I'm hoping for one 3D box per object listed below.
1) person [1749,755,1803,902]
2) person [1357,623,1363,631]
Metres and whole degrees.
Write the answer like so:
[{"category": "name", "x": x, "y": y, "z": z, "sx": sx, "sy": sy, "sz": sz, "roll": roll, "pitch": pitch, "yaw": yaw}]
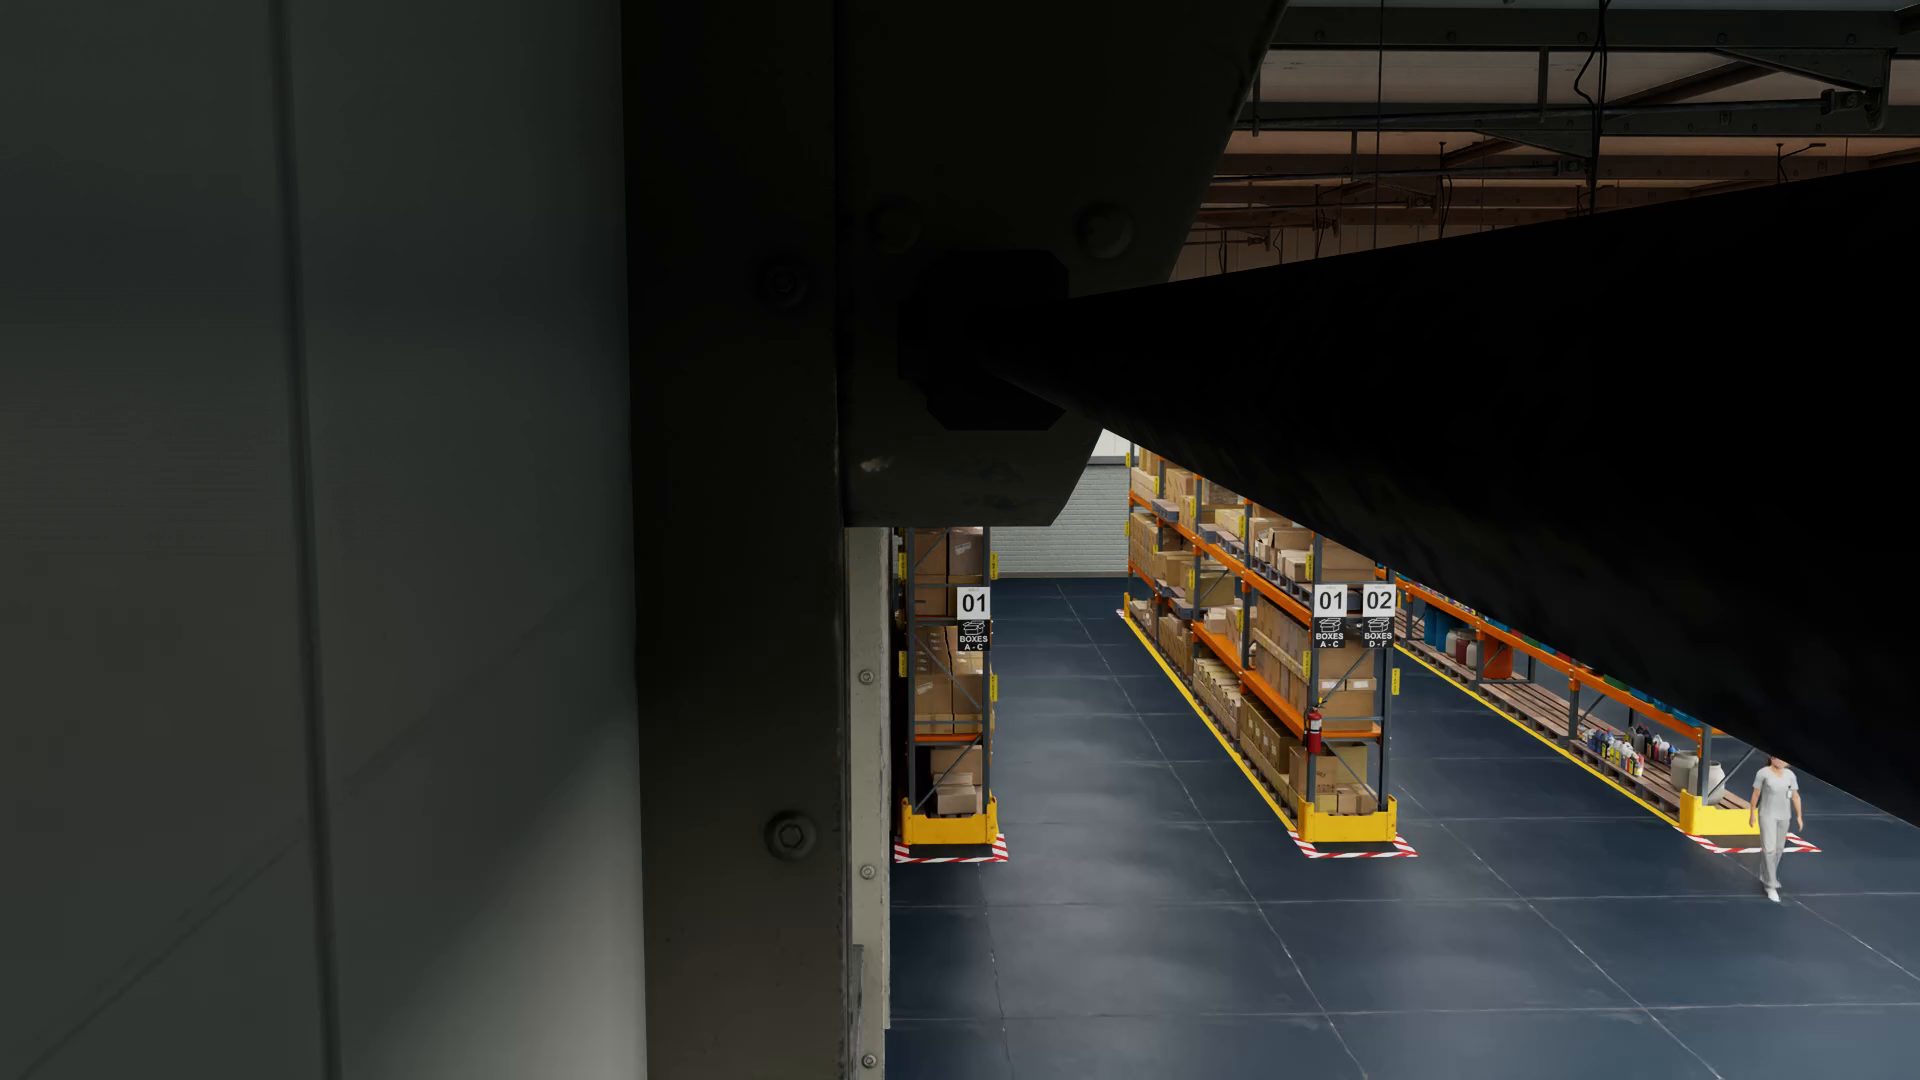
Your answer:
[{"category": "person", "x": 9.143, "y": 3.138, "z": 18.626, "sx": 0.498, "sy": 1.702, "sz": 0.639, "roll": 0, "pitch": 7, "yaw": 0}, {"category": "person", "x": 8.345, "y": 1.103, "z": 34.521, "sx": 0.500, "sy": 1.612, "sz": 1.081, "roll": 2, "pitch": 8, "yaw": 17}]
